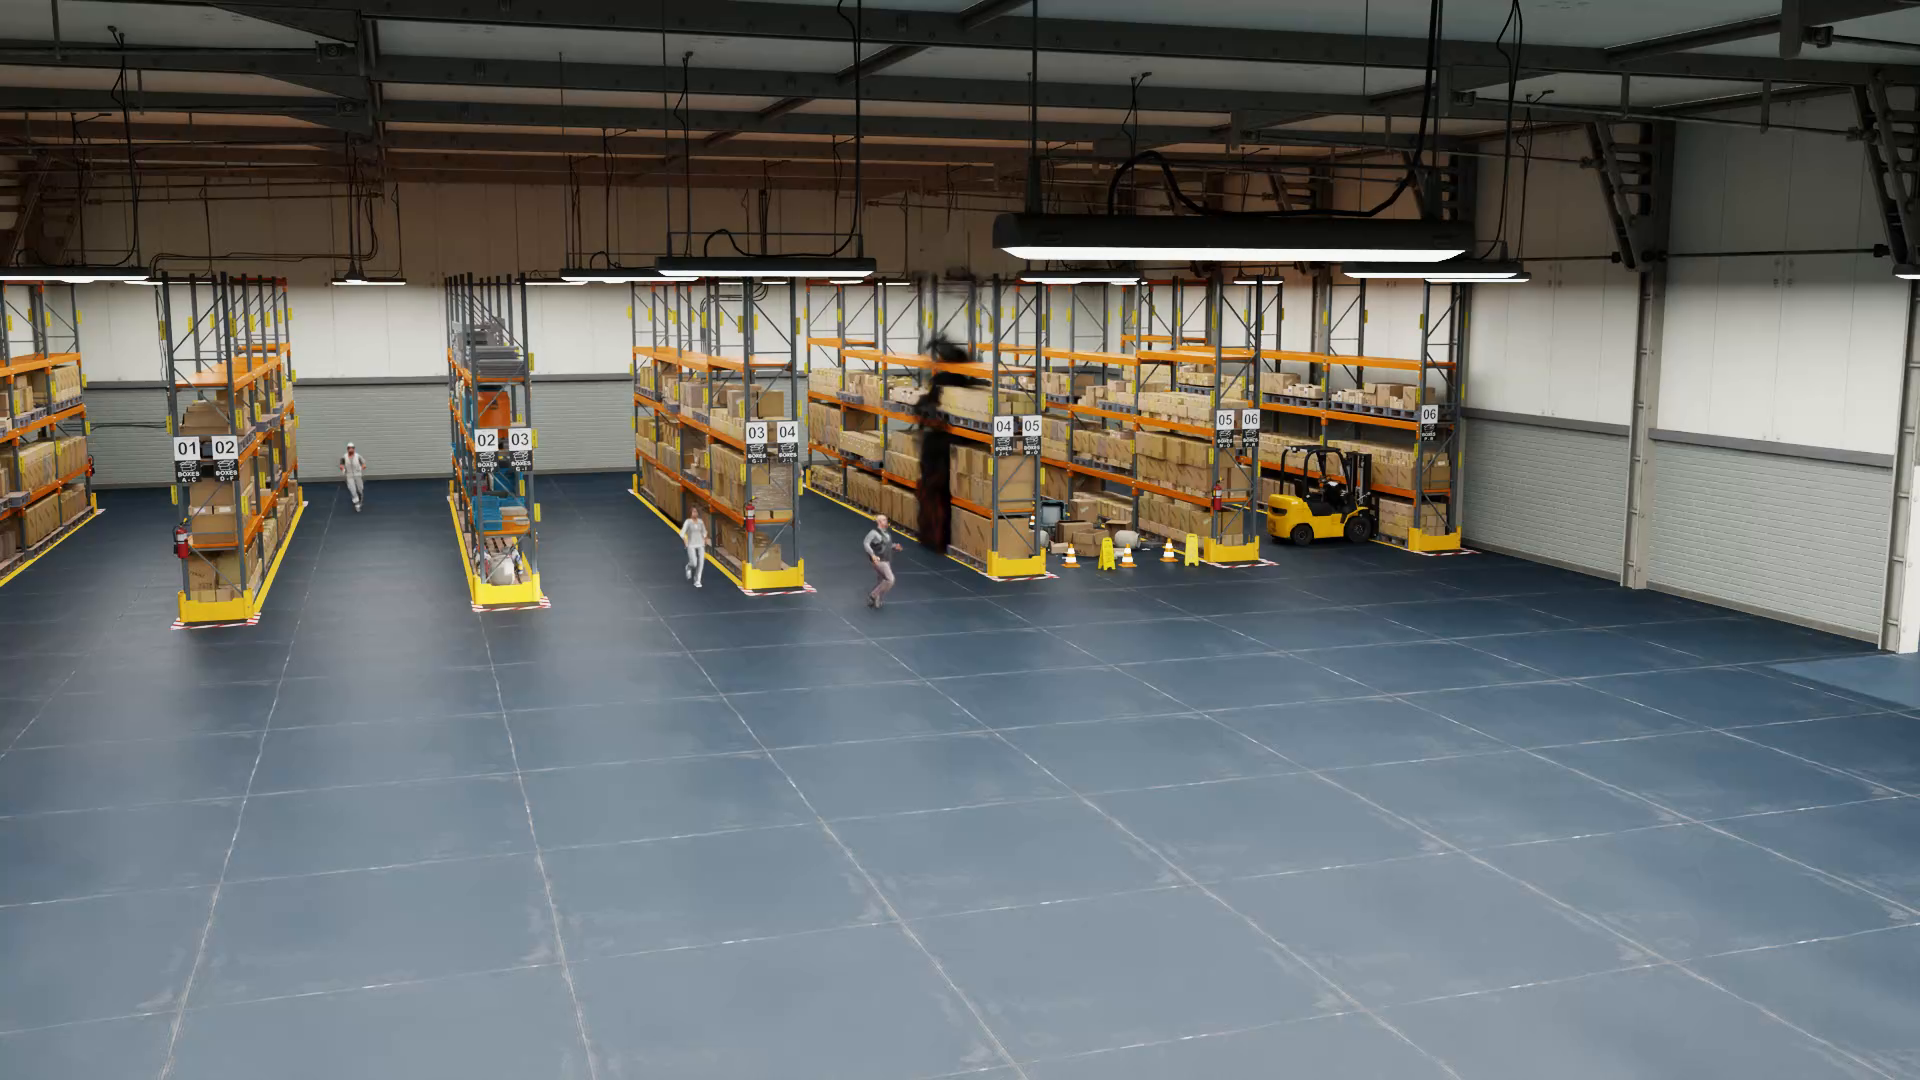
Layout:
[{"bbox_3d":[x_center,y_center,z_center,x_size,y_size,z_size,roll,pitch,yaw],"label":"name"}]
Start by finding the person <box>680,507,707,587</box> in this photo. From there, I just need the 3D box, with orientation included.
[{"bbox_3d":[-5.121,0.125,32.130,0.527,1.542,0.560,-4,9,-24],"label":"person"}]

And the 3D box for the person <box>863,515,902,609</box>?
[{"bbox_3d":[-1.361,0.390,29.852,0.645,1.694,0.639,3,9,21],"label":"person"}]

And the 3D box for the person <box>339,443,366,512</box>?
[{"bbox_3d":[-15.684,-1.625,43.011,0.654,1.761,0.826,-3,9,-21],"label":"person"}]

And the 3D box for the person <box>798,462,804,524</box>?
[{"bbox_3d":[-3.902,-1.245,38.902,0.577,1.679,0.825,-4,9,-23],"label":"person"}]
